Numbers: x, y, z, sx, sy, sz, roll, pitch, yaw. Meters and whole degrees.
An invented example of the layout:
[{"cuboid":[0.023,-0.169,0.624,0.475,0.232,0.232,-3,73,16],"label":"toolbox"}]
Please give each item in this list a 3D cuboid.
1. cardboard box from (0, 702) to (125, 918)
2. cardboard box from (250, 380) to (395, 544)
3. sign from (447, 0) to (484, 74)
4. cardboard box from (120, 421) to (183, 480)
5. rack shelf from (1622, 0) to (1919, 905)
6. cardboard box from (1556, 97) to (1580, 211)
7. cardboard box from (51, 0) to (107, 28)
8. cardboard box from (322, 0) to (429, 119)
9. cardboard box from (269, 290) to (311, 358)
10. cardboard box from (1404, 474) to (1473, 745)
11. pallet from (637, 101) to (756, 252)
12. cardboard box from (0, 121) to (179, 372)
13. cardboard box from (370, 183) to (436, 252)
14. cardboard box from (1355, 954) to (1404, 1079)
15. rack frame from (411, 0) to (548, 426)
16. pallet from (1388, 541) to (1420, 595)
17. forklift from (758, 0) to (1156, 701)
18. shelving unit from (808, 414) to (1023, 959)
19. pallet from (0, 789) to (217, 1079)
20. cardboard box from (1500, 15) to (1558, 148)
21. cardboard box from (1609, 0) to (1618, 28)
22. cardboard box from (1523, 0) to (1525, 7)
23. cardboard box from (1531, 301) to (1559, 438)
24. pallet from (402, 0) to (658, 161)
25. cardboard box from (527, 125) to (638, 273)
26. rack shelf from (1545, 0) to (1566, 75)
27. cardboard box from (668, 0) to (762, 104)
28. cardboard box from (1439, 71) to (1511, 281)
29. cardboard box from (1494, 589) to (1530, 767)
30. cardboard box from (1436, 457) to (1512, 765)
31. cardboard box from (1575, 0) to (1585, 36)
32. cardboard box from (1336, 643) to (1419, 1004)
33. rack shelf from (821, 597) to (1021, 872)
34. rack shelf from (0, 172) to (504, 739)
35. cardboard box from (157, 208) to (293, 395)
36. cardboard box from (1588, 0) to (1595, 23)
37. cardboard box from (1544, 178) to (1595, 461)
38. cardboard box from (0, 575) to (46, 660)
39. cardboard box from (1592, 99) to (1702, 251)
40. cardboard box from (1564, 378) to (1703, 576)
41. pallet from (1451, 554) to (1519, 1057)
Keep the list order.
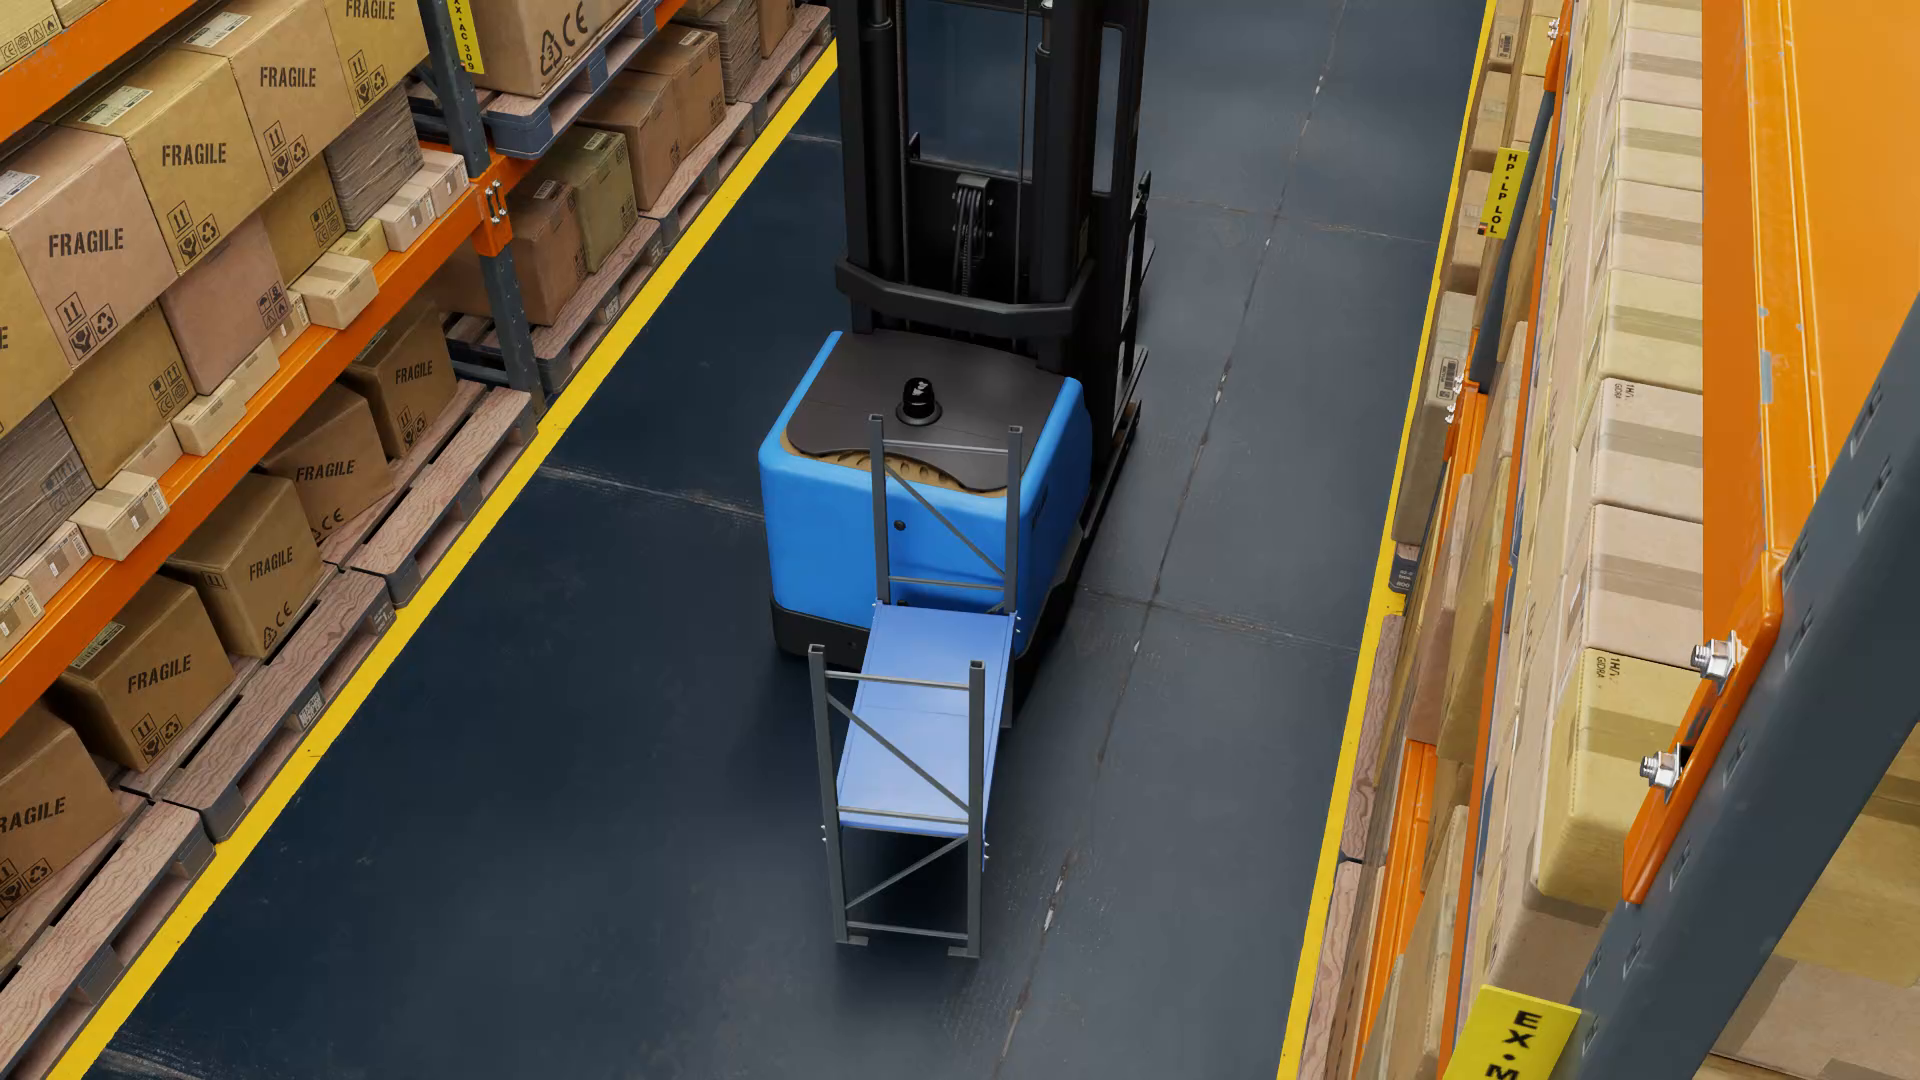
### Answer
[{"cuboid":[-3.277,0.850,5.623,0.500,0.500,0.500,24,49,23],"label":"cardboard box"},{"cuboid":[-2.745,-0.357,6.856,0.500,0.500,0.500,27,50,25],"label":"cardboard box"},{"cuboid":[-1.900,-1.941,6.369,0.100,0.325,0.005,13,46,13],"label":"sign"},{"cuboid":[-2.821,-0.299,5.490,0.380,0.149,0.250,13,46,13],"label":"cardboard box"},{"cuboid":[1.672,-1.035,2.573,1.077,0.370,4.000,13,46,13],"label":"rack shelf"},{"cuboid":[1.459,-0.772,3.456,0.380,0.149,0.250,13,46,13],"label":"cardboard box"},{"cuboid":[-2.626,-1.714,4.719,0.500,0.250,0.500,12,46,12],"label":"cardboard box"},{"cuboid":[-2.293,-1.883,5.929,0.500,0.500,0.500,13,46,13],"label":"cardboard box"},{"cuboid":[-2.593,-0.799,6.000,0.380,0.149,0.250,13,46,13],"label":"cardboard box"},{"cuboid":[1.756,0.278,4.613,0.875,0.550,0.550,13,46,13],"label":"cardboard box"},{"cuboid":[-1.817,-2.080,9.124,1.003,0.211,1.213,13,46,13],"label":"pallet"},{"cuboid":[-2.750,-0.884,4.908,0.500,0.500,0.500,13,46,13],"label":"cardboard box"},{"cuboid":[-2.289,-1.282,6.494,0.380,0.149,0.250,13,46,13],"label":"cardboard box"},{"cuboid":[1.281,1.361,3.506,0.875,0.550,0.550,13,46,13],"label":"cardboard box"},{"cuboid":[-2.419,-1.742,6.784,1.000,3.000,0.127,13,46,13],"label":"rack frame"},{"cuboid":[2.439,-0.157,7.159,1.003,0.211,1.213,13,46,13],"label":"pallet"},{"cuboid":[0.194,-1.467,6.552,1.130,2.935,3.031,13,46,13],"label":"forklift"},{"cuboid":[-0.113,0.511,5.555,0.538,1.500,1.048,5,45,5],"label":"shelving unit"},{"cuboid":[-3.328,1.337,5.632,1.003,0.211,1.213,13,46,13],"label":"pallet"},{"cuboid":[2.487,-1.738,6.708,0.500,0.500,0.500,13,46,13],"label":"cardboard box"},{"cuboid":[1.459,-1.058,3.178,0.380,0.149,0.250,12,46,12],"label":"cardboard box"},{"cuboid":[2.944,-2.744,7.737,0.500,0.500,0.500,12,46,12],"label":"cardboard box"},{"cuboid":[1.229,-0.266,2.939,0.380,0.149,0.250,13,46,13],"label":"cardboard box"},{"cuboid":[-2.049,-2.152,7.340,1.003,0.211,1.213,13,46,13],"label":"pallet"},{"cuboid":[-2.050,-1.724,8.239,0.700,0.500,0.500,12,46,12],"label":"cardboard box"},{"cuboid":[2.883,-2.772,6.206,1.077,0.370,4.000,13,46,13],"label":"rack shelf"},{"cuboid":[-1.547,-2.848,9.388,0.700,0.500,0.500,9,45,9],"label":"cardboard box"},{"cuboid":[2.957,-1.666,8.015,1.050,0.750,0.750,13,46,13],"label":"cardboard box"},{"cuboid":[0.998,0.242,2.420,0.380,0.149,0.250,13,46,13],"label":"cardboard box"},{"cuboid":[1.629,0.252,3.867,0.875,0.550,0.500,13,46,13],"label":"cardboard box"},{"cuboid":[1.690,-1.282,3.978,0.380,0.149,0.250,12,46,12],"label":"cardboard box"},{"cuboid":[1.751,0.992,5.210,0.875,0.875,0.875,13,46,13],"label":"cardboard box"},{"cuboid":[-0.113,0.639,5.681,0.538,0.185,1.000,5,45,5],"label":"rack shelf"},{"cuboid":[-3.025,-0.151,5.673,1.077,0.370,4.000,13,46,13],"label":"rack shelf"},{"cuboid":[-2.855,-0.916,5.657,0.875,0.500,0.500,13,46,13],"label":"cardboard box"},{"cuboid":[1.711,-1.331,3.743,0.500,0.250,0.500,12,46,12],"label":"cardboard box"},{"cuboid":[1.253,-0.321,2.711,0.500,0.250,0.500,12,46,12],"label":"cardboard box"},{"cuboid":[-2.995,0.213,4.967,0.380,0.149,0.250,13,46,13],"label":"cardboard box"},{"cuboid":[1.230,-0.554,2.664,0.380,0.149,0.250,12,46,12],"label":"cardboard box"},{"cuboid":[0.999,-0.044,2.142,0.380,0.149,0.250,13,46,13],"label":"cardboard box"},{"cuboid":[1.281,0.505,2.406,1.003,0.211,1.213,13,46,13],"label":"pallet"}]
